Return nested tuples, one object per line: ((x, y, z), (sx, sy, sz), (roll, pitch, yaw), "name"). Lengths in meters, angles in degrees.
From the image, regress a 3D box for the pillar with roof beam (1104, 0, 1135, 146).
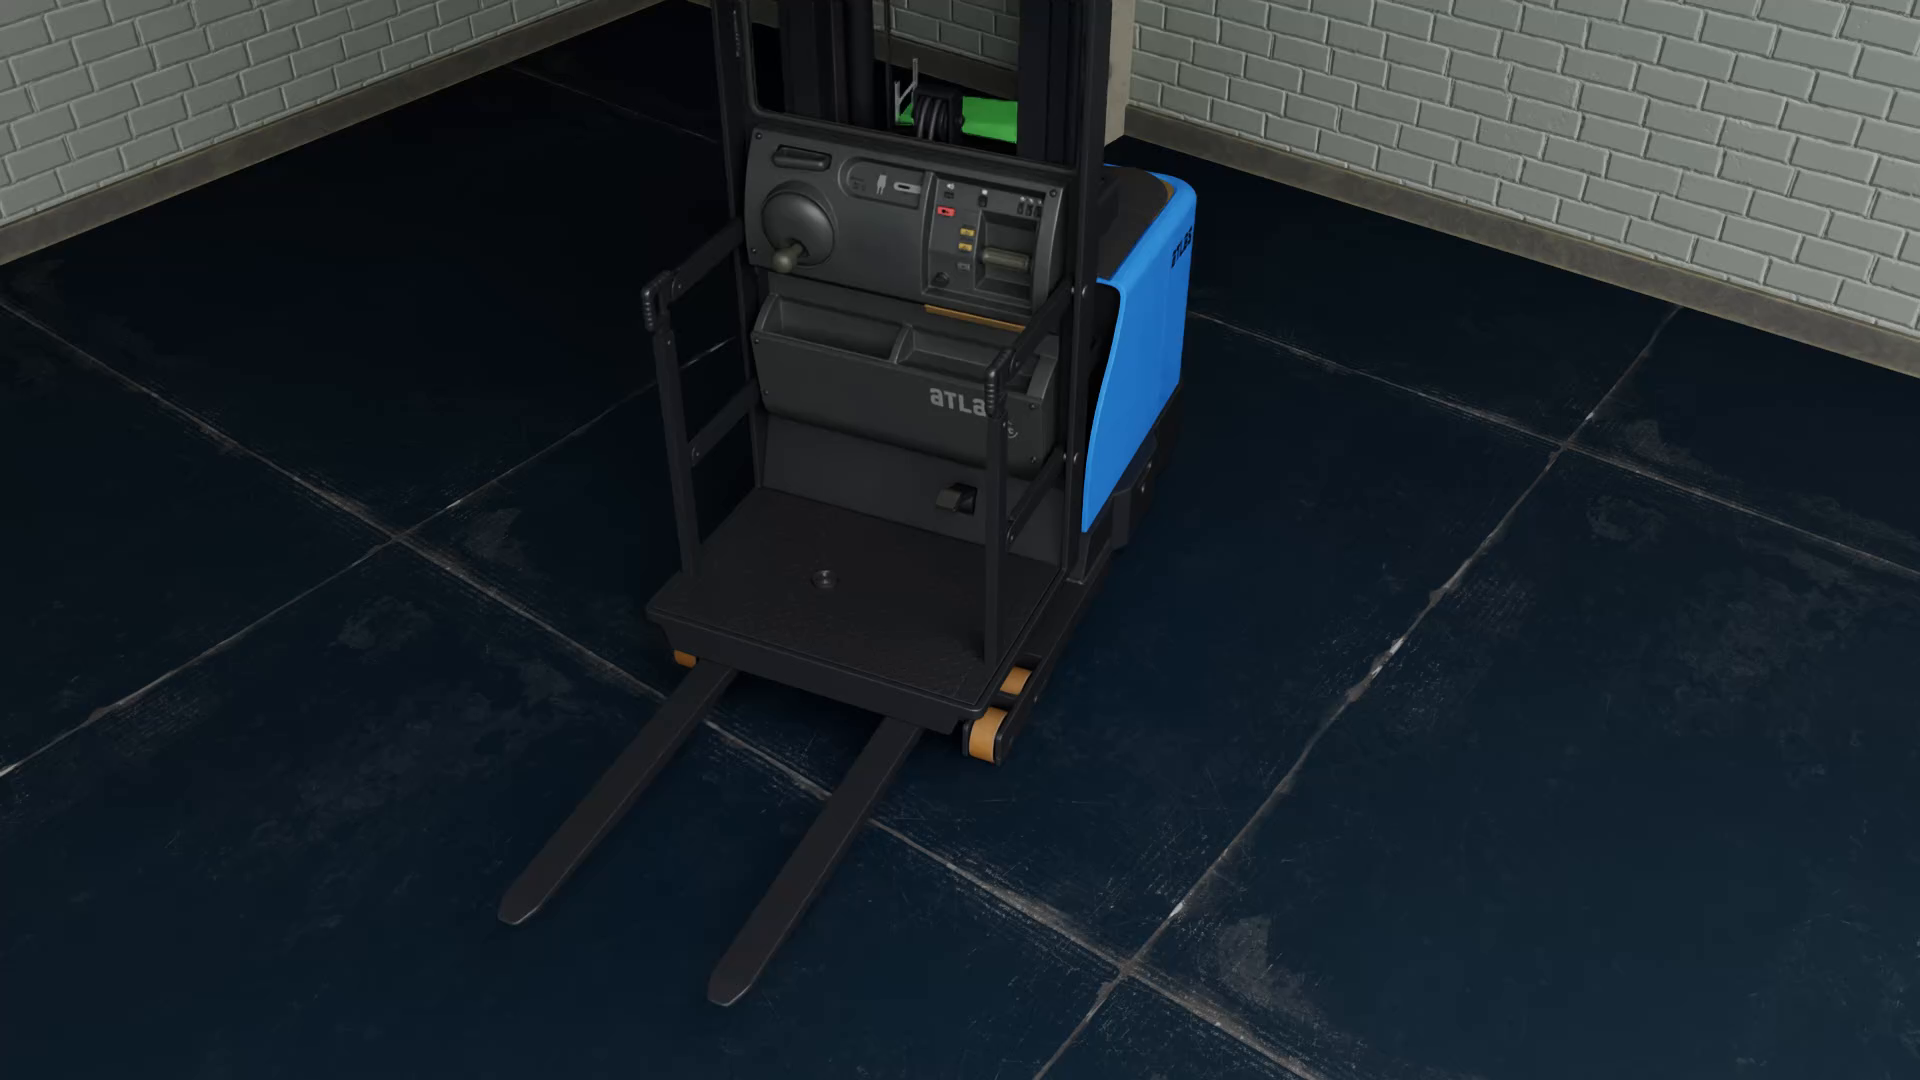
((-2.023, -3.489, 2.907), (0.400, 9.000, 9.100), (25, 45, 29), "pillar with roof beam")

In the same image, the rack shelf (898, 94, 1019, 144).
((0.044, -1.499, 6.012), (0.480, 0.148, 0.258), (10, 38, 13), "rack shelf")

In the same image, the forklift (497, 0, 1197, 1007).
((-0.251, -0.802, 4.396), (1.130, 2.935, 3.031), (15, 41, 18), "forklift")

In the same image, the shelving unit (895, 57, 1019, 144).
((0.041, -1.166, 6.261), (0.503, 1.200, 0.258), (10, 38, 13), "shelving unit")

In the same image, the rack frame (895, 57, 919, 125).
((-0.193, -1.208, 6.314), (0.015, 1.200, 0.240), (10, 38, 13), "rack frame")
